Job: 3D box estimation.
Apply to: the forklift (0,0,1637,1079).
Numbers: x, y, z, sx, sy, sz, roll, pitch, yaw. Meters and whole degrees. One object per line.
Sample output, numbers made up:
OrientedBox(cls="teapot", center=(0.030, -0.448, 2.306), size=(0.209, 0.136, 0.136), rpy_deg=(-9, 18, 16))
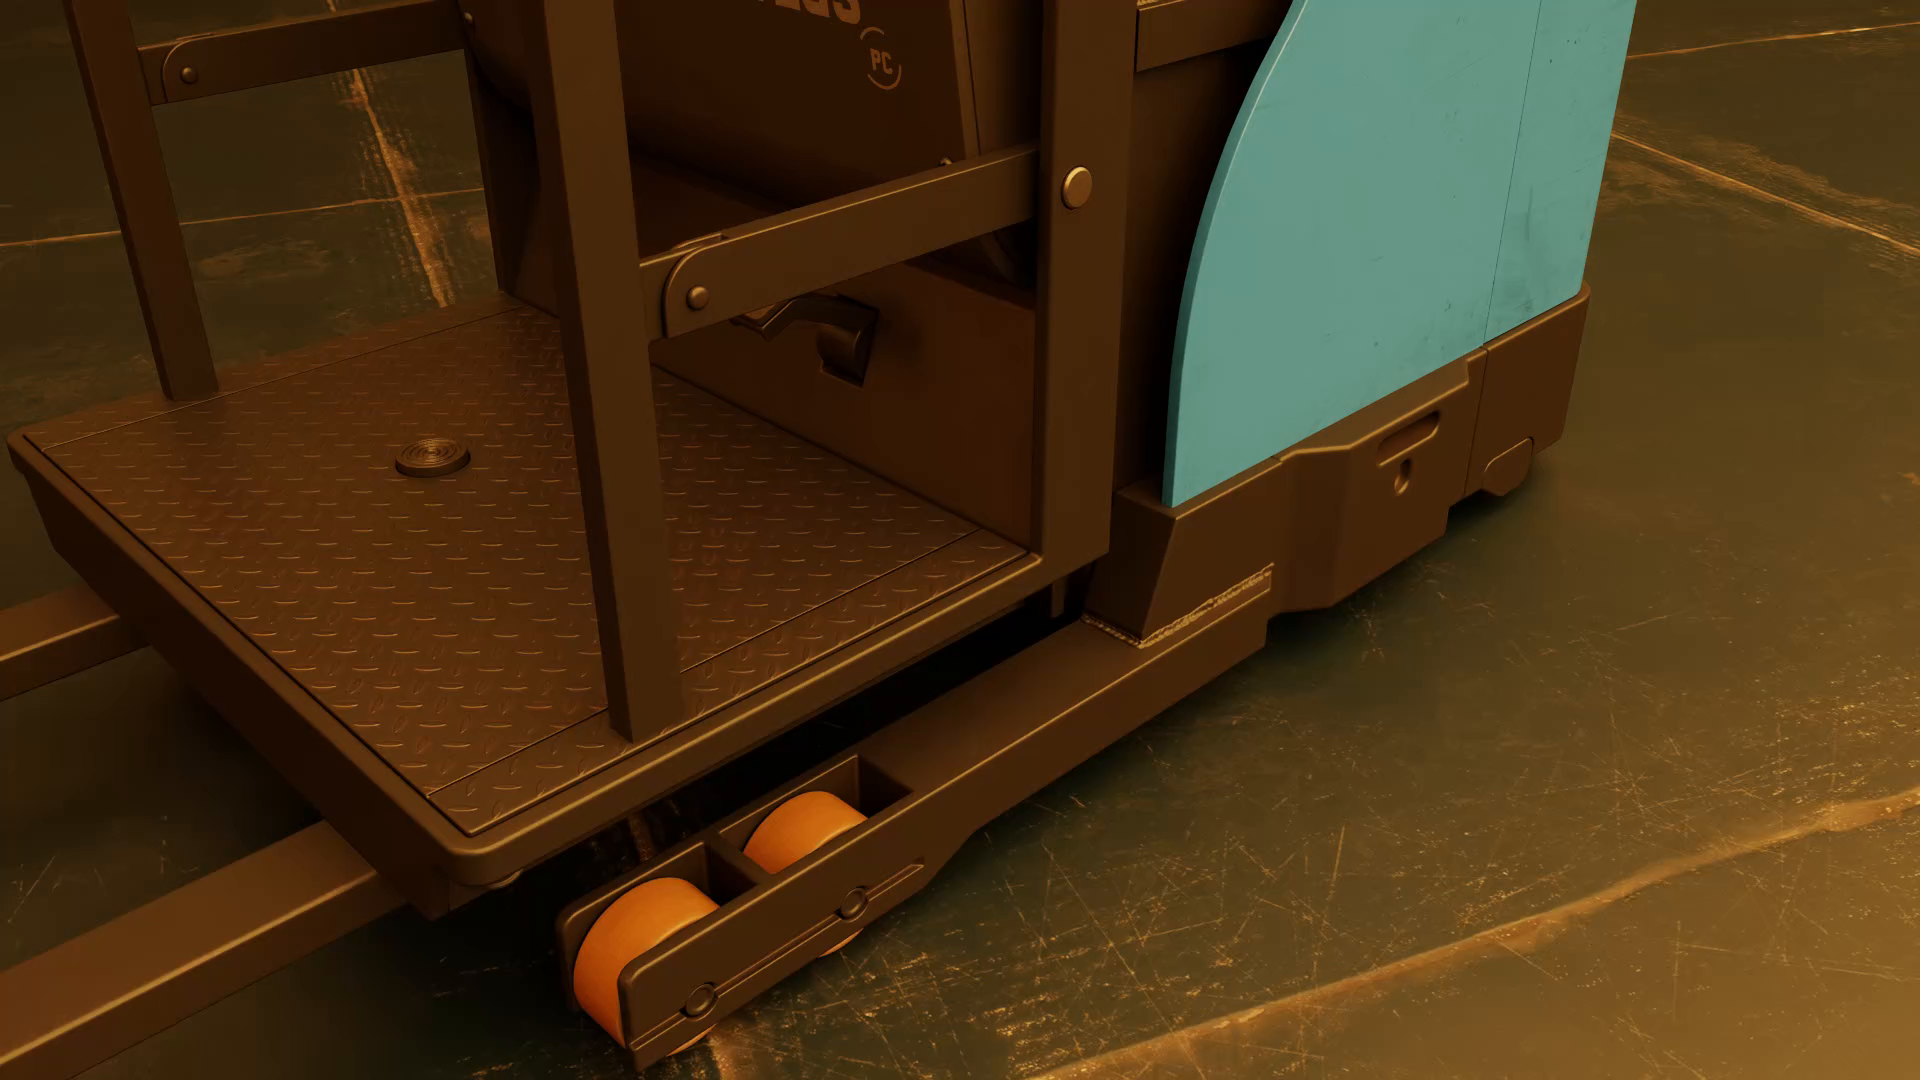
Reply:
OrientedBox(cls="forklift", center=(-0.435, -1.063, 1.405), size=(3.031, 2.935, 1.130), rpy_deg=(-26, 39, -37))
